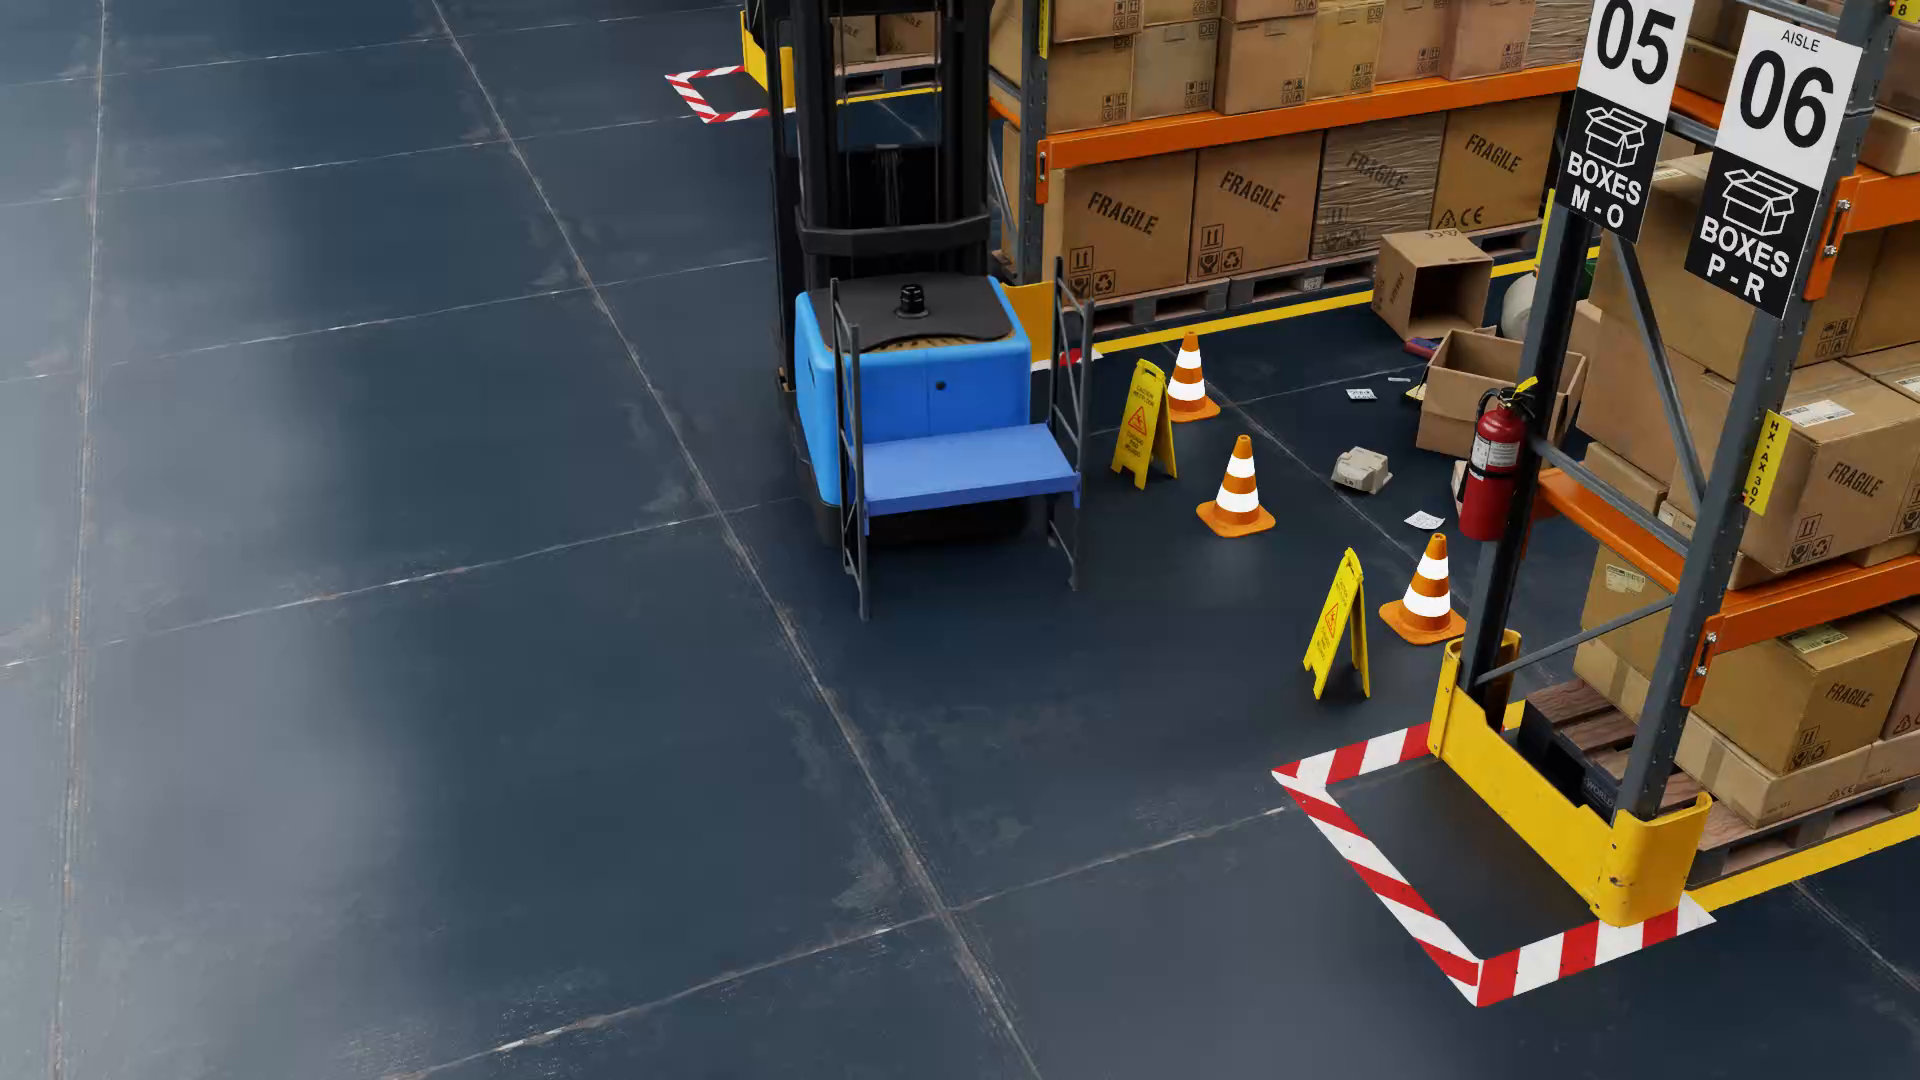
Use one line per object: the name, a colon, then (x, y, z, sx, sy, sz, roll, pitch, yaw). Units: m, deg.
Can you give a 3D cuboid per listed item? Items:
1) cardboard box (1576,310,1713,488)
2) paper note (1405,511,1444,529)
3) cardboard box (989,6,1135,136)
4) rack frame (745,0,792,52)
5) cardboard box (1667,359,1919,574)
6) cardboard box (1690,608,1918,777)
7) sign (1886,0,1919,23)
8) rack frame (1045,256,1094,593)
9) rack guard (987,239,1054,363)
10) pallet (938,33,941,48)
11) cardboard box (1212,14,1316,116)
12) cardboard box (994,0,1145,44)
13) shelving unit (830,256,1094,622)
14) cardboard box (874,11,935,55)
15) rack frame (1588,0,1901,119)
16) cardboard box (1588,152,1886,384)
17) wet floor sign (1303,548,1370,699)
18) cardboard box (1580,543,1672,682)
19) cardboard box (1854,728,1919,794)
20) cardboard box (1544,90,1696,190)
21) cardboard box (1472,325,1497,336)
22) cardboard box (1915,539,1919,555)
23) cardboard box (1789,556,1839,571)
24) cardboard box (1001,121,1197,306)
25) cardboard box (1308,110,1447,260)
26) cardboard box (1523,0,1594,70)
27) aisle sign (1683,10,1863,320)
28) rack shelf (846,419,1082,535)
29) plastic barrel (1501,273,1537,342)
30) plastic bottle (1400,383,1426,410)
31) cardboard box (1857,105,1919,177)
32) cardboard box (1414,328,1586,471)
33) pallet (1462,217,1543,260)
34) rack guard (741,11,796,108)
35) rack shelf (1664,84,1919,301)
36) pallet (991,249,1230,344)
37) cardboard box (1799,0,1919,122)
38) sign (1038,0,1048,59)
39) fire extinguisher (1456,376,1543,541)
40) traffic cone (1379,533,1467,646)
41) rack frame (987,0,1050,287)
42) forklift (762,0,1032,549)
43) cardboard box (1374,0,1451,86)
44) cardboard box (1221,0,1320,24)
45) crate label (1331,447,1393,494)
cardboard box: (2.635, -0.564, 6.003, 0.500, 0.500, 0.500, -14, 35, -20)
paper note: (2.343, -0.101, 8.377, 0.142, 0.019, 0.148, -27, 42, -35)
cardboard box: (0.557, -2.777, 9.629, 0.550, 0.550, 0.875, -13, 35, -19)
rack frame: (-1.595, -5.128, 13.381, 0.127, 3.000, 1.000, -13, 35, -19)
cardboard box: (2.786, -0.272, 5.553, 0.500, 0.500, 0.500, -13, 35, -20)
cardboard box: (3.114, 0.481, 6.209, 0.500, 0.500, 0.500, -14, 36, -21)
sign: (2.452, -1.496, 4.246, 0.005, 0.325, 0.100, -13, 35, -19)
rack frame: (0.496, -0.514, 7.665, 0.032, 1.500, 0.500, -8, 34, -11)
rack guard: (0.210, -1.560, 10.189, 0.348, 0.500, 1.175, -13, 35, -19)
pallet: (0.361, -4.384, 14.795, 1.213, 0.211, 1.003, -13, 35, -19)
cardboard box: (1.620, -2.959, 9.909, 0.550, 0.550, 0.875, -13, 35, -19)
cardboard box: (0.589, -3.187, 9.270, 0.550, 0.550, 0.875, -13, 35, -19)
shelving unit: (0.002, -0.448, 7.564, 1.048, 1.500, 0.538, -8, 34, -11)
cardboard box: (-0.475, -4.523, 14.358, 0.500, 0.500, 0.500, -4, 33, -6)
rack frame: (2.242, -2.659, 4.086, 0.127, 3.000, 1.000, -13, 35, -19)
cardboard box: (2.628, -0.948, 5.675, 0.500, 0.500, 0.700, -14, 35, -20)
wet floor sign: (1.652, 0.344, 7.129, 0.232, 0.644, 0.267, -2, 33, -2)
cardboard box: (2.879, 0.217, 6.614, 0.500, 0.500, 0.500, -13, 35, -19)
cardboard box: (3.566, 0.697, 6.565, 0.500, 0.250, 0.500, -12, 35, -17)
cardboard box: (4.458, -2.866, 11.583, 0.750, 0.750, 1.050, -13, 35, -19)
cardboard box: (3.048, -1.022, 9.577, 0.258, 0.266, 0.396, -7, 34, -11)
cardboard box: (3.390, -0.113, 5.904, 0.250, 0.149, 0.380, -12, 35, -18)
cardboard box: (2.862, -0.068, 5.834, 0.250, 0.149, 0.380, -12, 35, -18)
cardboard box: (0.832, -2.074, 10.251, 0.875, 0.875, 0.875, -13, 35, -19)
cardboard box: (2.484, -2.453, 10.832, 0.875, 0.875, 0.875, -13, 35, -19)
cardboard box: (3.585, -3.436, 10.643, 0.550, 0.550, 0.875, -13, 35, -19)
aisle sign: (2.304, -1.065, 4.753, 0.004, 0.787, 0.394, -13, 35, -19)
rack shelf: (0.002, -0.298, 7.662, 1.000, 0.185, 0.538, -8, 34, -11)
plastic barrel: (3.468, -1.366, 9.962, 0.421, 0.421, 0.512, 10, 34, 14)
plastic bottle: (2.644, -0.832, 9.473, 0.283, 0.061, 0.133, -27, 42, -35)
cardboard box: (2.673, -1.204, 4.829, 0.250, 0.149, 0.380, -13, 35, -19)
cardboard box: (2.881, -0.742, 8.929, 0.797, 0.503, 0.637, 16, 36, 23)
pallet: (3.189, -2.167, 11.387, 1.213, 0.211, 1.003, -13, 35, -19)
rack guard: (-1.525, -4.096, 14.087, 0.348, 0.500, 1.175, -13, 35, -19)
rack shelf: (4.086, -1.523, 5.749, 4.000, 0.370, 1.077, -13, 35, -19)
pallet: (0.939, -1.652, 10.595, 1.213, 0.211, 1.003, -13, 35, -19)
cardboard box: (2.808, -1.436, 4.821, 0.500, 0.250, 0.500, -14, 35, -20)
sign: (0.441, -2.728, 8.826, 0.005, 0.325, 0.100, -13, 35, -19)
fire extinguisher: (1.958, -0.320, 6.062, 0.183, 0.674, 0.296, -13, 35, -19)
traffic cone: (2.139, 0.179, 7.550, 0.334, 0.463, 0.336, -13, 35, -19)
rack frame: (0.232, -2.613, 9.515, 0.127, 3.000, 1.000, -13, 35, -19)
forklift: (-0.449, -1.981, 8.608, 1.130, 2.935, 3.031, -6, 34, -10)
cardboard box: (2.543, -3.254, 10.363, 0.550, 0.550, 0.875, -13, 35, -19)
cardboard box: (1.630, -3.399, 9.596, 0.550, 0.550, 0.875, -13, 35, -19)
crate label: (2.096, -0.368, 8.690, 0.250, 0.136, 0.298, 23, 39, 30)
